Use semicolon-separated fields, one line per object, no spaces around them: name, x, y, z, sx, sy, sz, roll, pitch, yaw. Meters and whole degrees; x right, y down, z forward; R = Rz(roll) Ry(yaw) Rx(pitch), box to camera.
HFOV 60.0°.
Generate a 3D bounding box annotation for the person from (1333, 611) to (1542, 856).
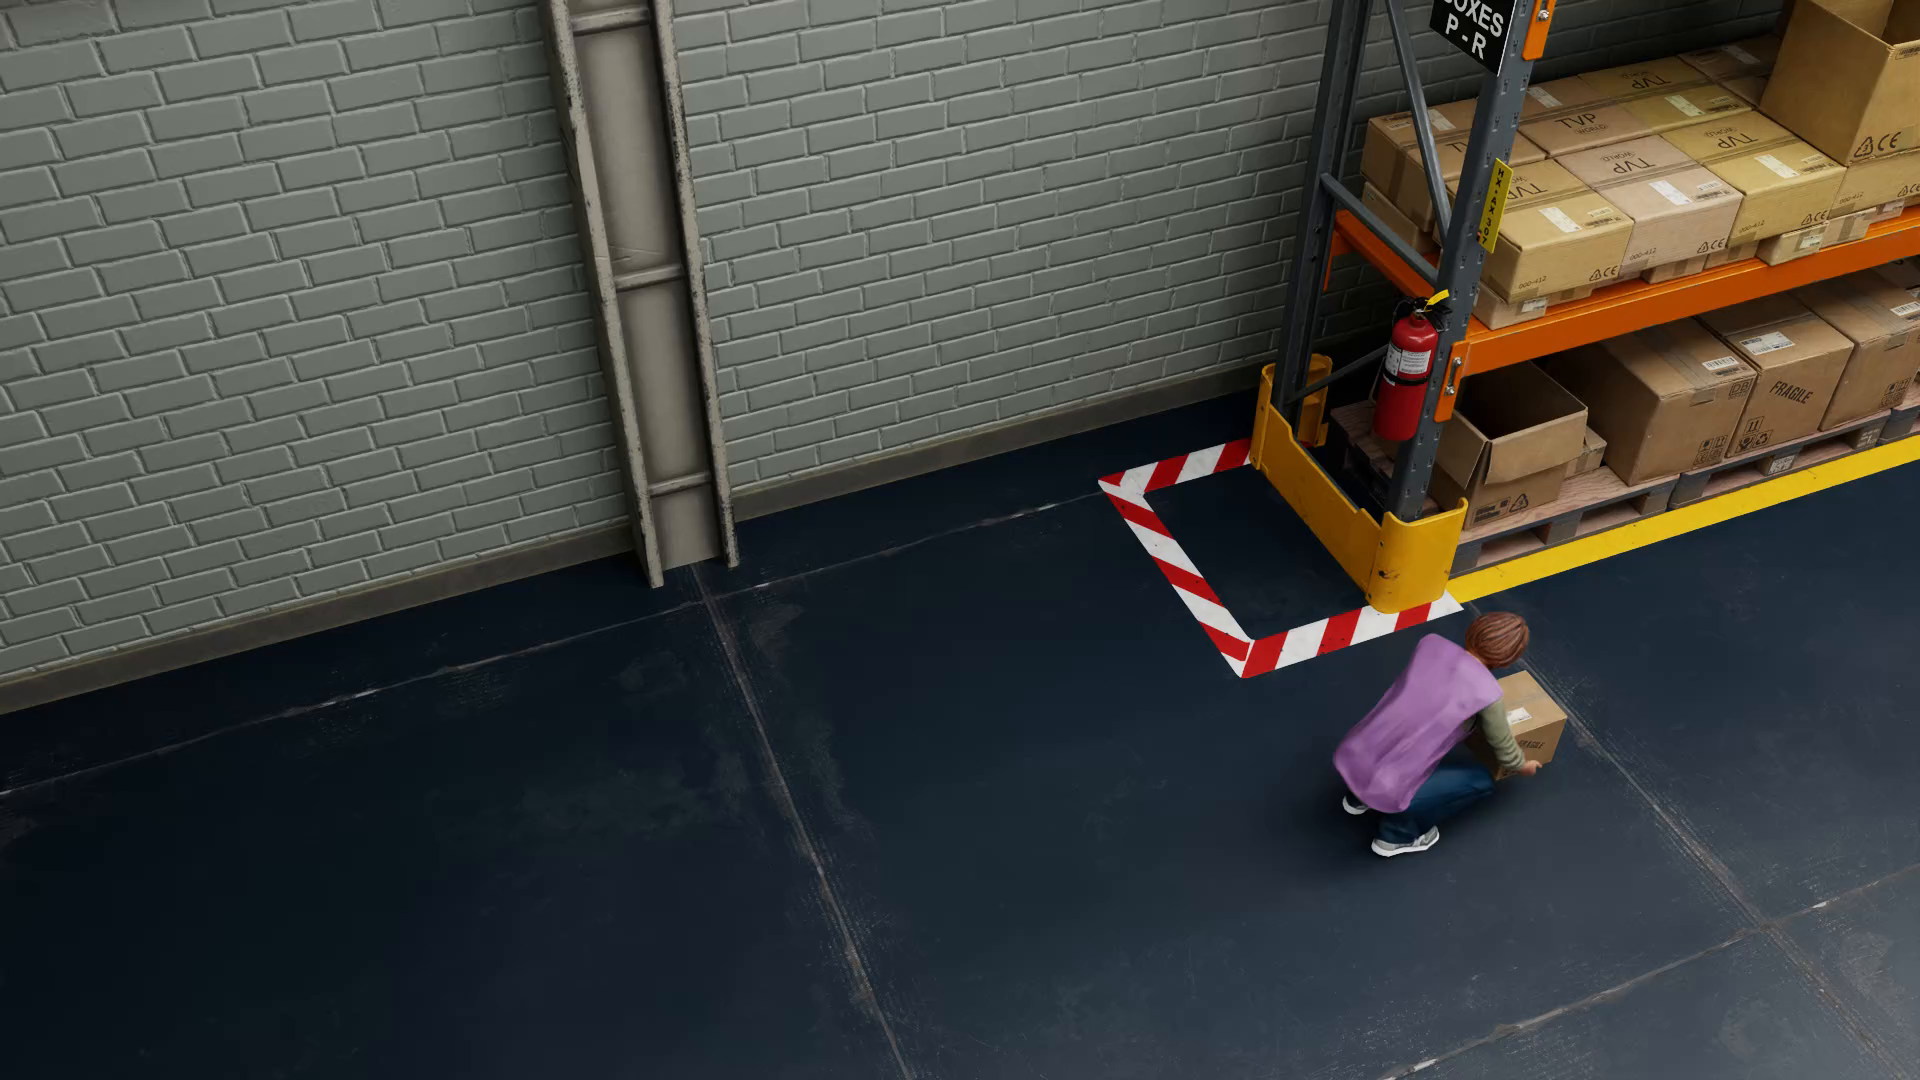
person;1.720;0.685;5.944;0.808;0.897;0.445;-16;45;-17
